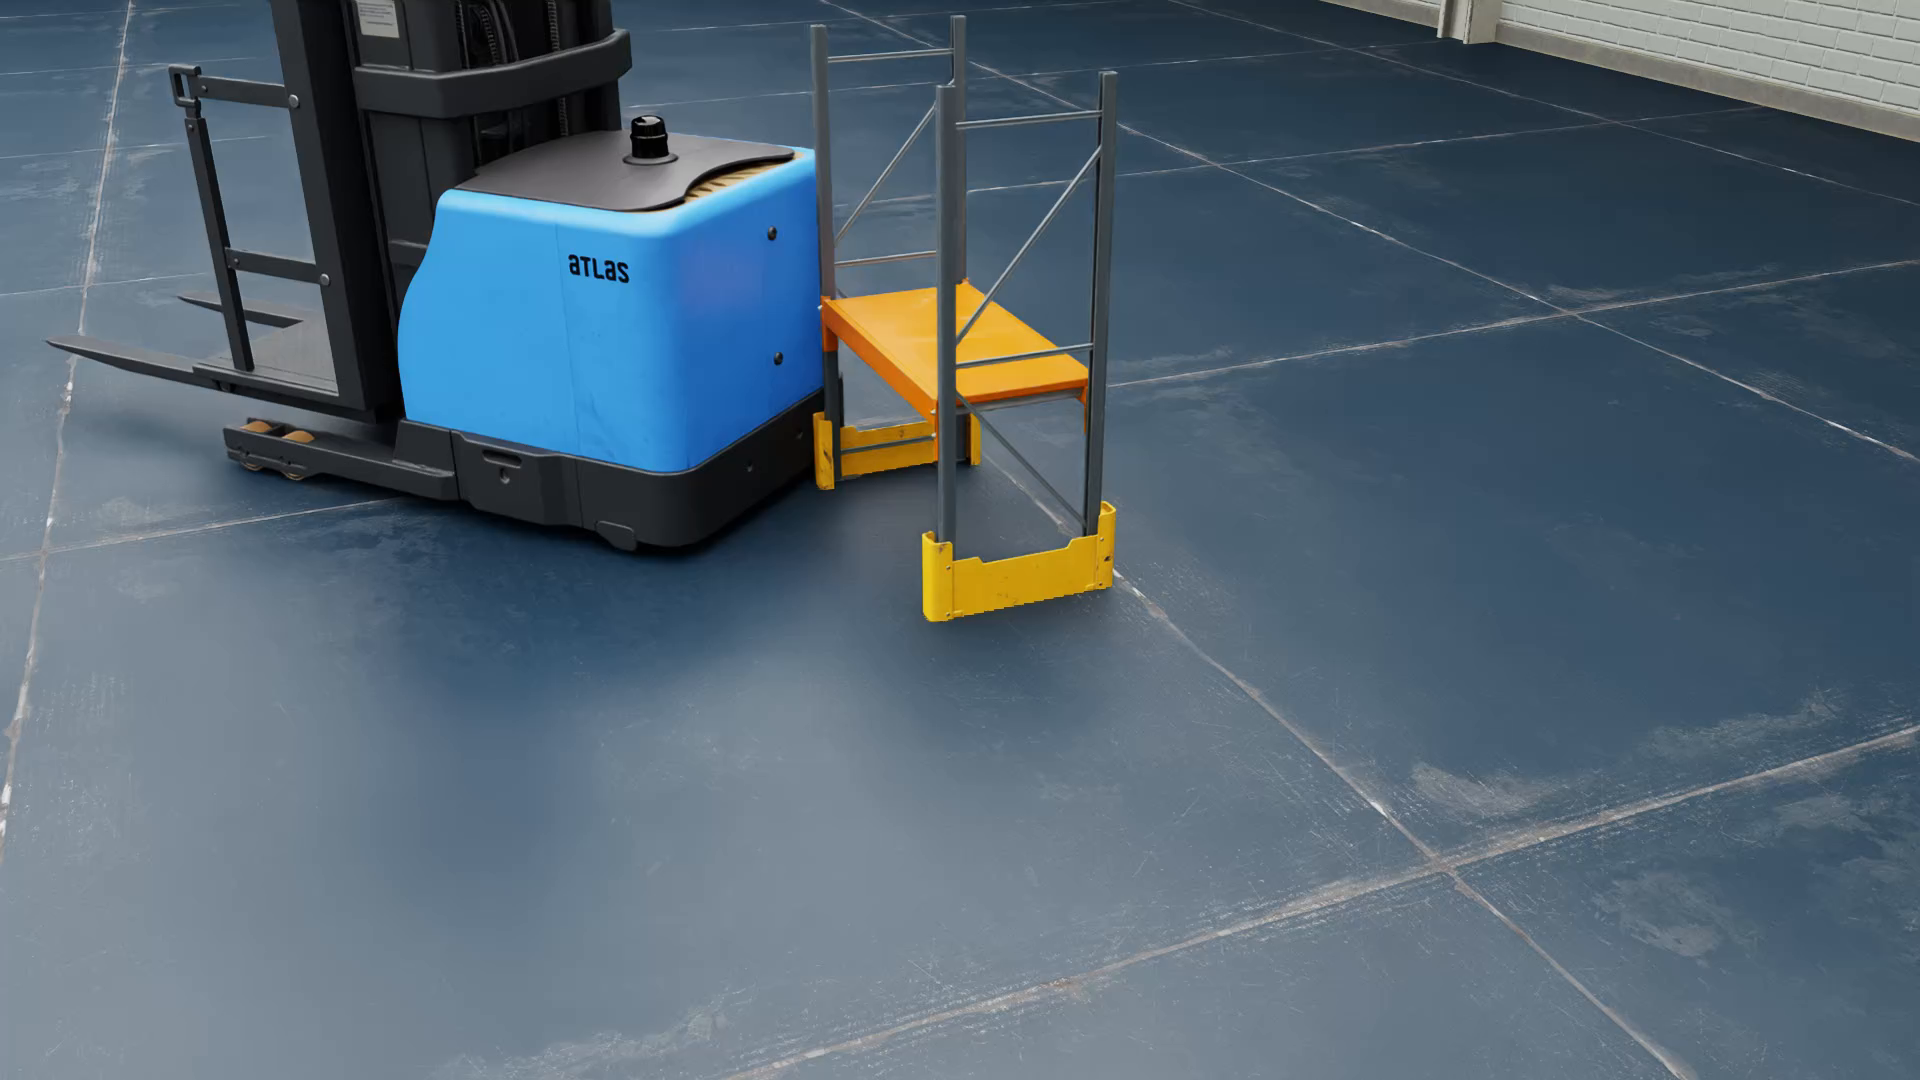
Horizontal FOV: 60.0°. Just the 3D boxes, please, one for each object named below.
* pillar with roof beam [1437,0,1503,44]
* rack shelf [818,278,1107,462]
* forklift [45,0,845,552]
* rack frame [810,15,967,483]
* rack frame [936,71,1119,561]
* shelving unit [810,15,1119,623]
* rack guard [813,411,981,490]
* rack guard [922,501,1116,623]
[{"bbox_3d":[0.217,-7.435,10.221,9.100,9.000,0.400,-11,28,-21],"label":"pillar with roof beam"},{"bbox_3d":[-0.020,-0.544,5.065,0.538,0.185,1.000,-10,28,-20],"label":"rack shelf"},{"bbox_3d":[-1.957,-1.713,5.419,3.031,2.935,1.130,12,29,23],"label":"forklift"},{"bbox_3d":[-0.216,-0.912,5.408,0.500,1.500,0.032,-10,28,-20],"label":"rack frame"},{"bbox_3d":[0.175,-0.500,4.564,0.500,1.500,0.032,-10,28,-20],"label":"rack frame"},{"bbox_3d":[-0.017,-0.702,4.979,0.587,1.500,1.083,-10,28,-20],"label":"shelving unit"},{"bbox_3d":[-0.208,-0.342,5.666,0.587,0.250,0.087,-10,28,-20],"label":"rack guard"},{"bbox_3d":[0.175,0.061,4.840,0.587,0.250,0.087,-10,28,-20],"label":"rack guard"}]
